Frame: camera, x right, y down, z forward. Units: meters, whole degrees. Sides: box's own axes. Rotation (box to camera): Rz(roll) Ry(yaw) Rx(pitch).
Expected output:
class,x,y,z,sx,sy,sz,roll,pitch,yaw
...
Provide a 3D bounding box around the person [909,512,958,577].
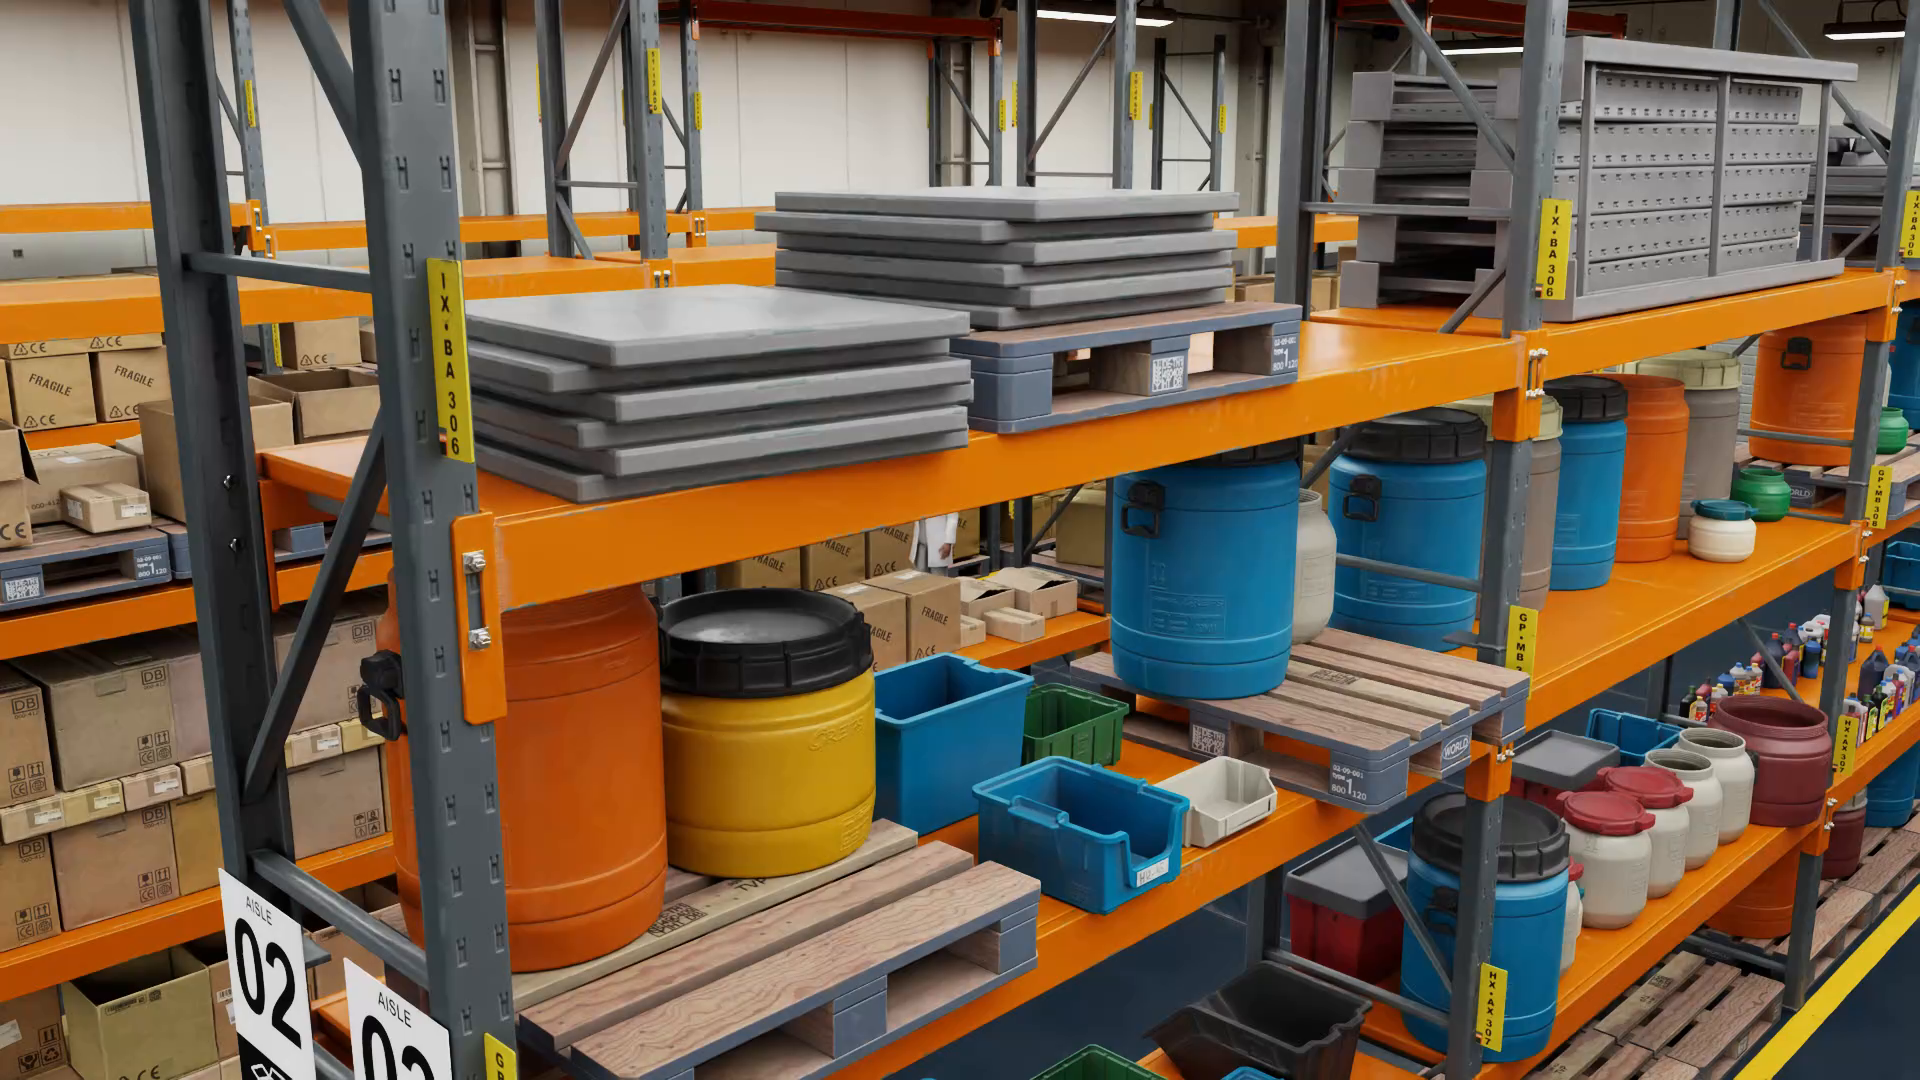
class,x,y,z,sx,sy,sz,roll,pitch,yaw
person,-0.261,0.014,16.485,0.383,1.777,0.566,-13,19,-43
